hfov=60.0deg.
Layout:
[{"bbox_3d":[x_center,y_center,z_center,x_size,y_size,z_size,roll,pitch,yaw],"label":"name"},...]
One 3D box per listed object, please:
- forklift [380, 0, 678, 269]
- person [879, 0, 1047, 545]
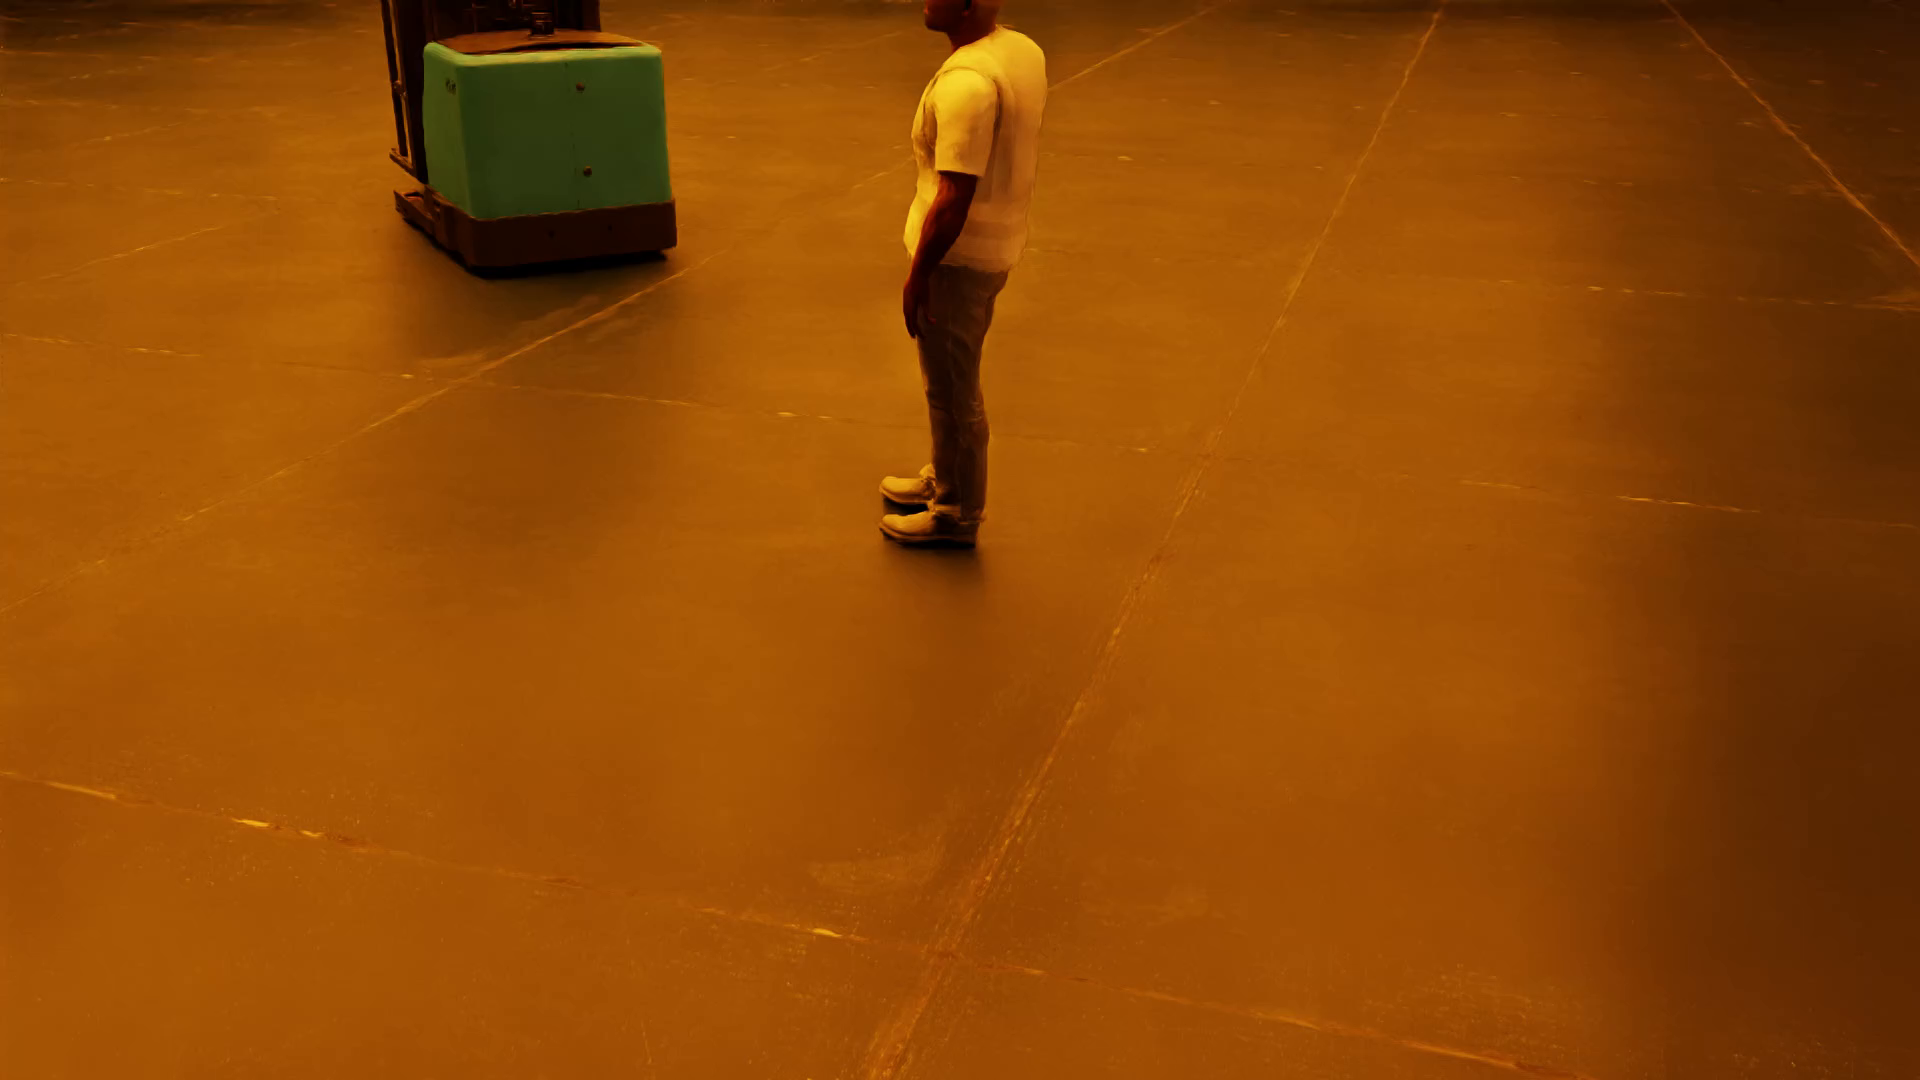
[{"bbox_3d":[-2.615,-3.219,9.078,1.130,2.935,3.031,-12,25,-26],"label":"forklift"},{"bbox_3d":[-0.065,-0.833,4.805,0.576,1.766,0.665,7,23,16],"label":"person"}]
